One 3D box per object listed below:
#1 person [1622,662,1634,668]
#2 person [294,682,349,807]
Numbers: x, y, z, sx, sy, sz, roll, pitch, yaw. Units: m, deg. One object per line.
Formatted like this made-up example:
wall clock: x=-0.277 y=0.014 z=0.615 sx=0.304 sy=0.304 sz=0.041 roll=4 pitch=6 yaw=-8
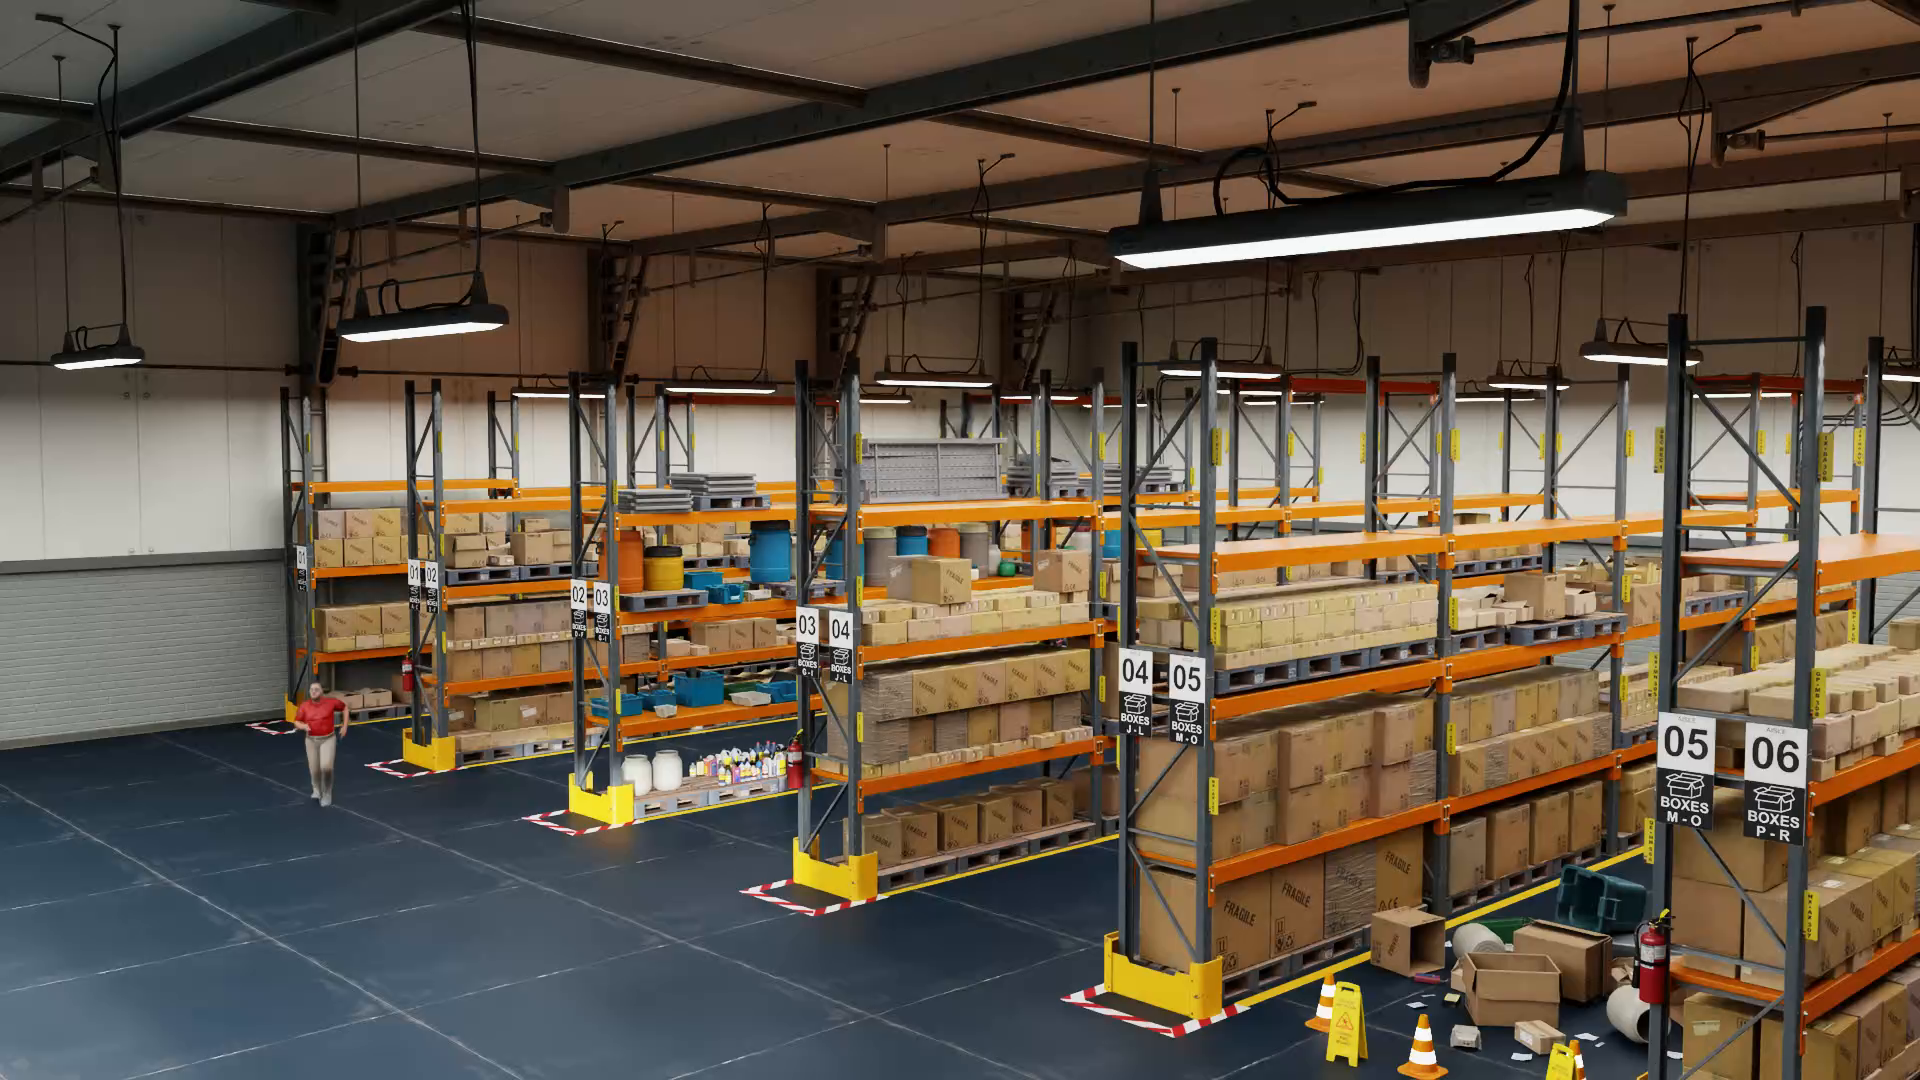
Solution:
person: x=10.162 y=2.690 z=25.378 sx=0.906 sy=1.671 sz=0.621 roll=-4 pitch=5 yaw=-44
person: x=-8.872 y=2.839 z=23.093 sx=0.674 sy=1.733 sz=0.860 roll=-1 pitch=4 yaw=-10
